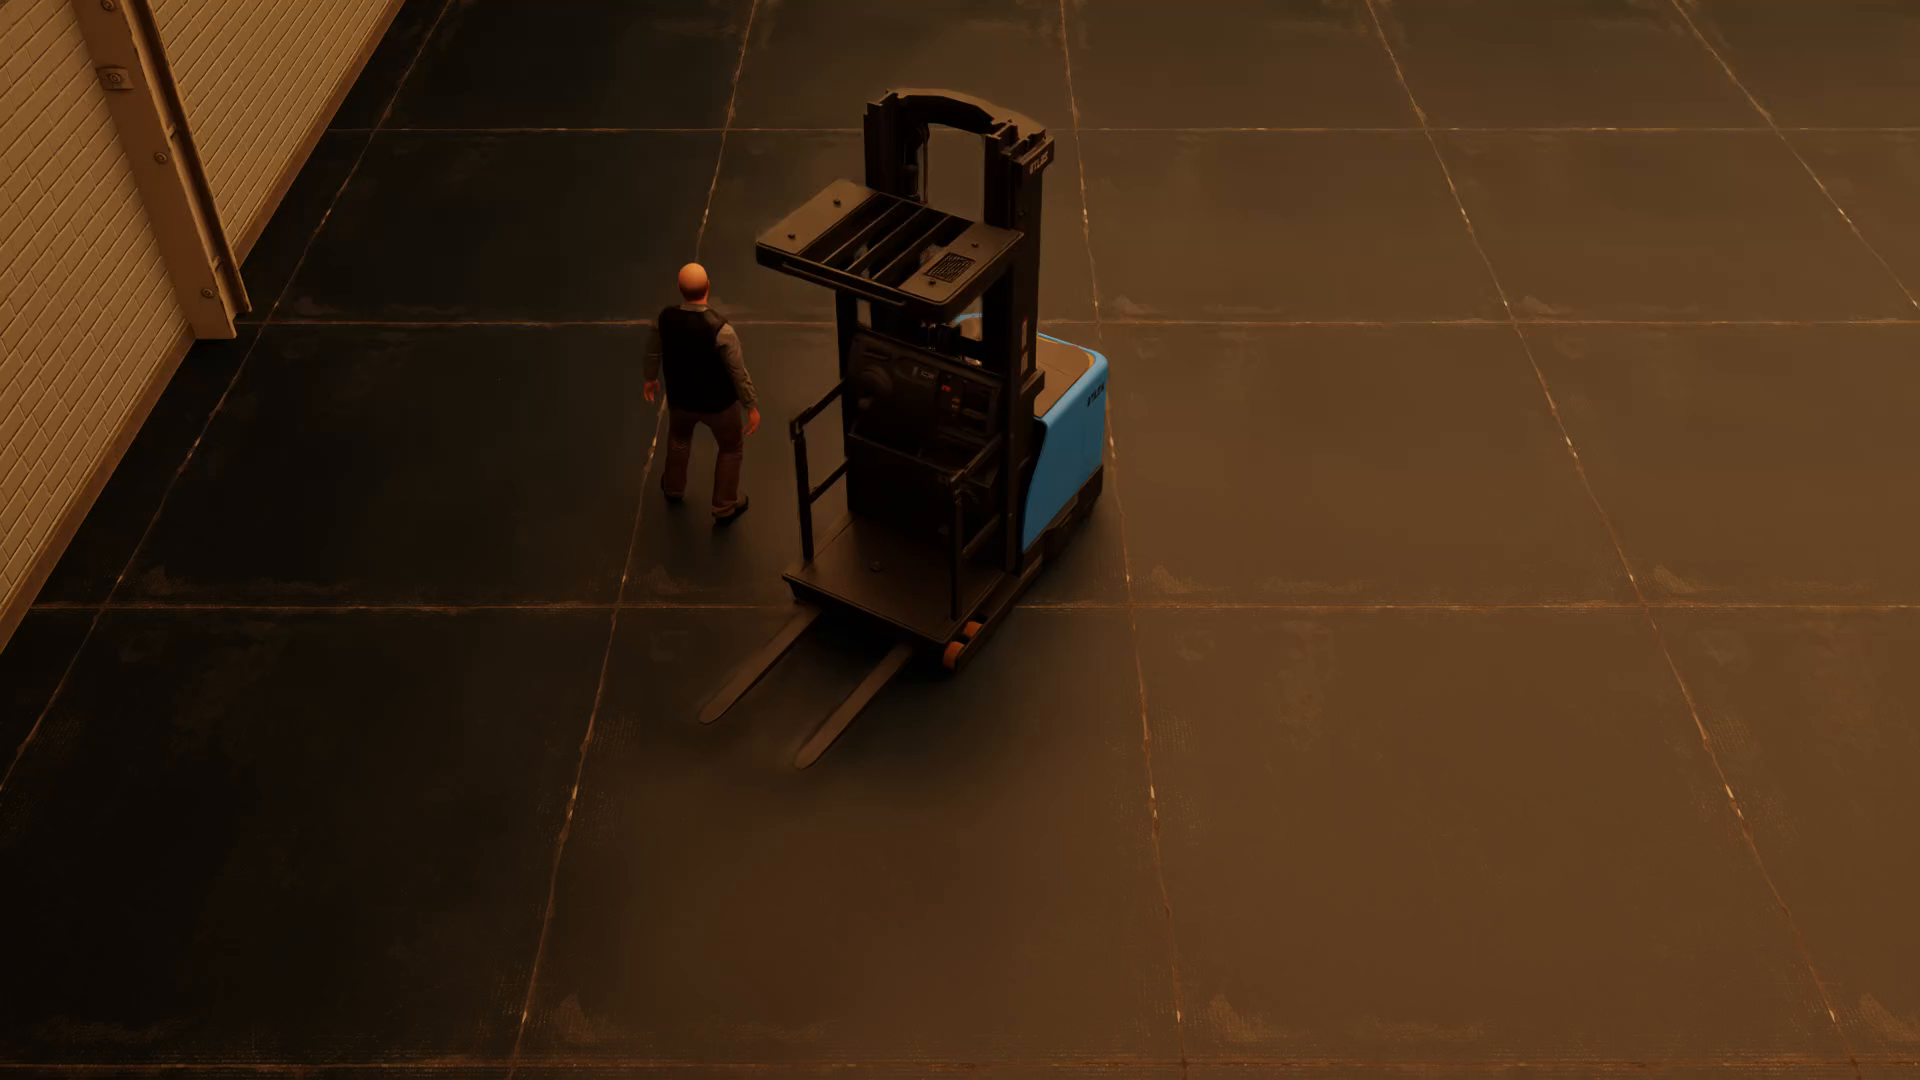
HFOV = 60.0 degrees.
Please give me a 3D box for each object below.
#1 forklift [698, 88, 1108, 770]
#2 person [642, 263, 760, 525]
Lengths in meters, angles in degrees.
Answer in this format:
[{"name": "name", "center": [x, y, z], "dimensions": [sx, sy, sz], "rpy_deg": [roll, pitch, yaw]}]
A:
[{"name": "forklift", "center": [-0.307, -0.727, 8.764], "dimensions": [1.130, 2.935, 3.031], "rpy_deg": [22, 45, 23]}, {"name": "person", "center": [-1.547, -0.858, 9.870], "dimensions": [0.823, 1.693, 0.390], "rpy_deg": [12, 42, 14]}]
